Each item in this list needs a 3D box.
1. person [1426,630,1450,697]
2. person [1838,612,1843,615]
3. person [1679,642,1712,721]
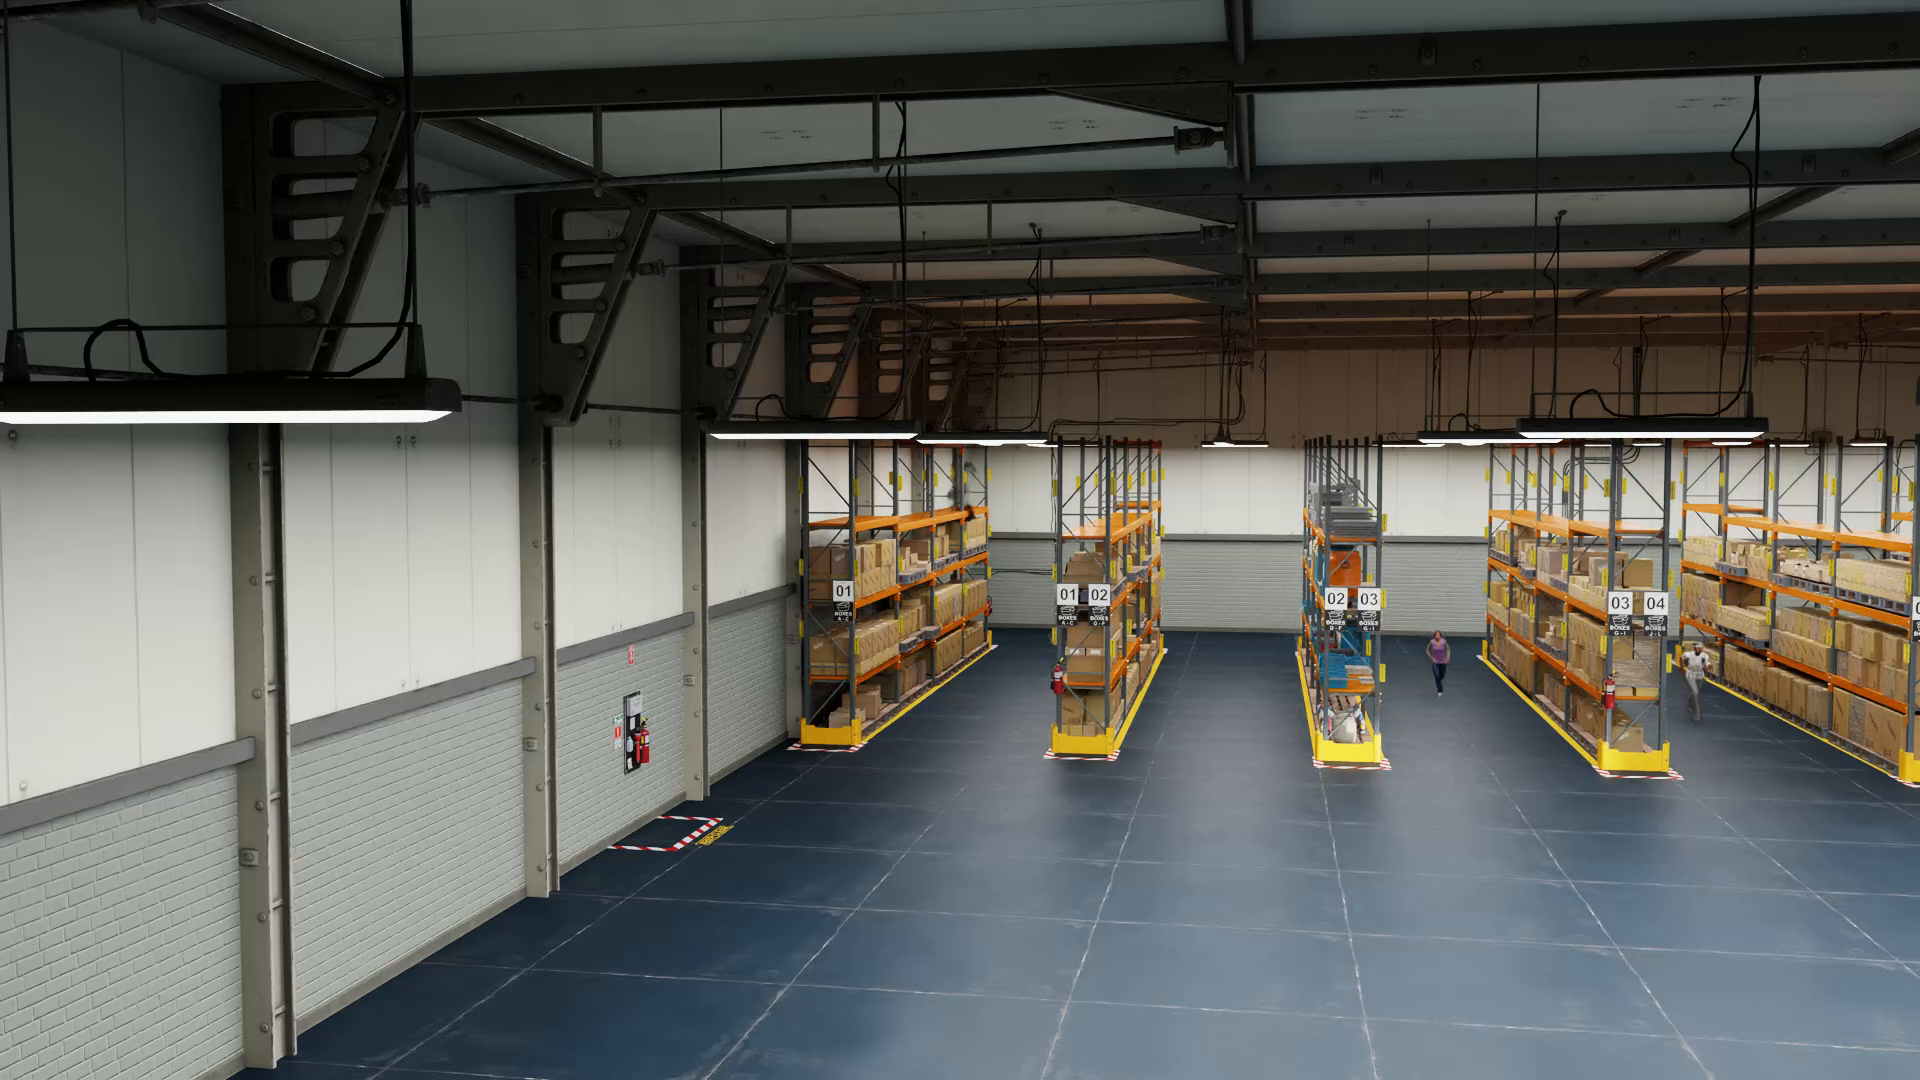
[{"bbox_3d":[11.157,2.869,38.838,0.565,1.567,0.676,0,3,8],"label":"person"},{"bbox_3d":[21.301,2.651,40.407,0.724,1.794,0.953,0,3,4],"label":"person"},{"bbox_3d":[15.695,2.984,35.550,0.576,1.699,0.953,0,3,4],"label":"person"}]
